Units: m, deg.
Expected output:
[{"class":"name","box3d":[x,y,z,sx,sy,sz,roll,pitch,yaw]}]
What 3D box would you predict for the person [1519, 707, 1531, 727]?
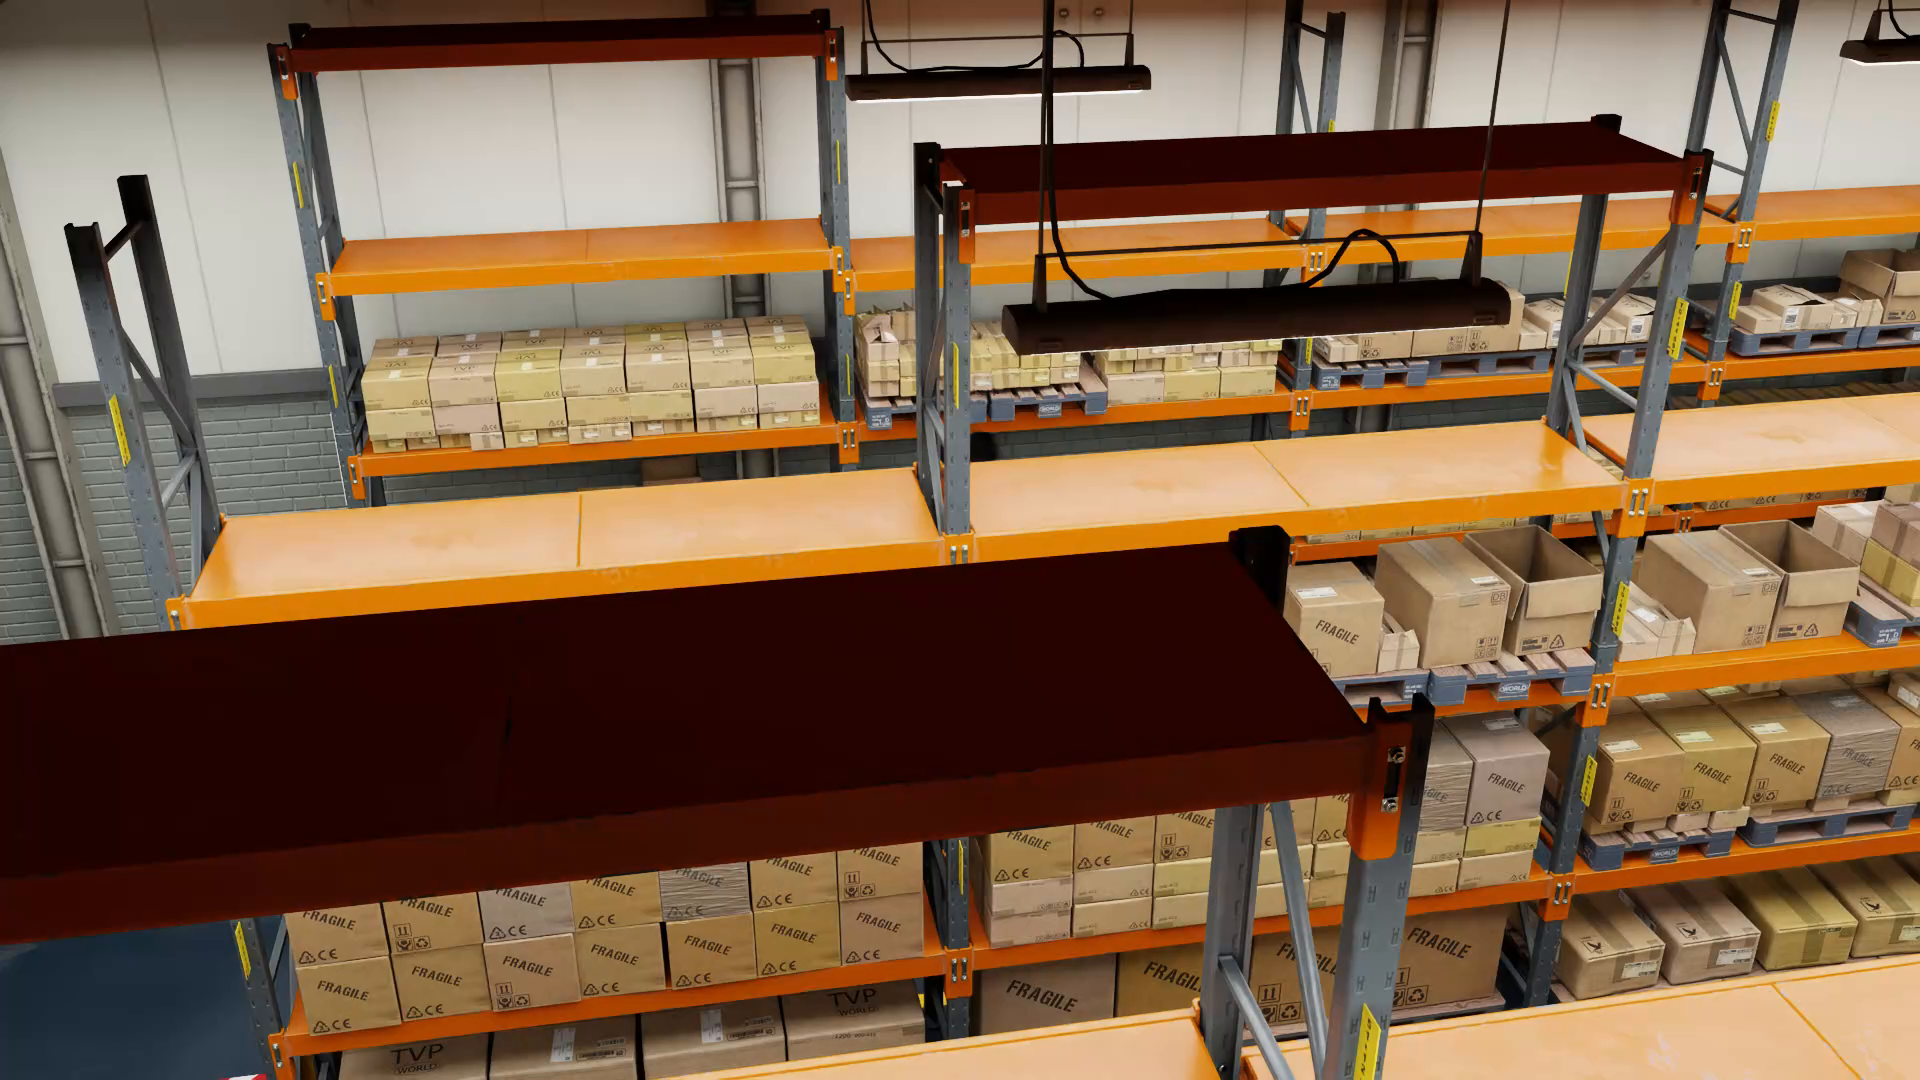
[{"class":"person","box3d":[4.873,1.235,13.800,0.866,1.665,0.591,-7,27,-14]}]
